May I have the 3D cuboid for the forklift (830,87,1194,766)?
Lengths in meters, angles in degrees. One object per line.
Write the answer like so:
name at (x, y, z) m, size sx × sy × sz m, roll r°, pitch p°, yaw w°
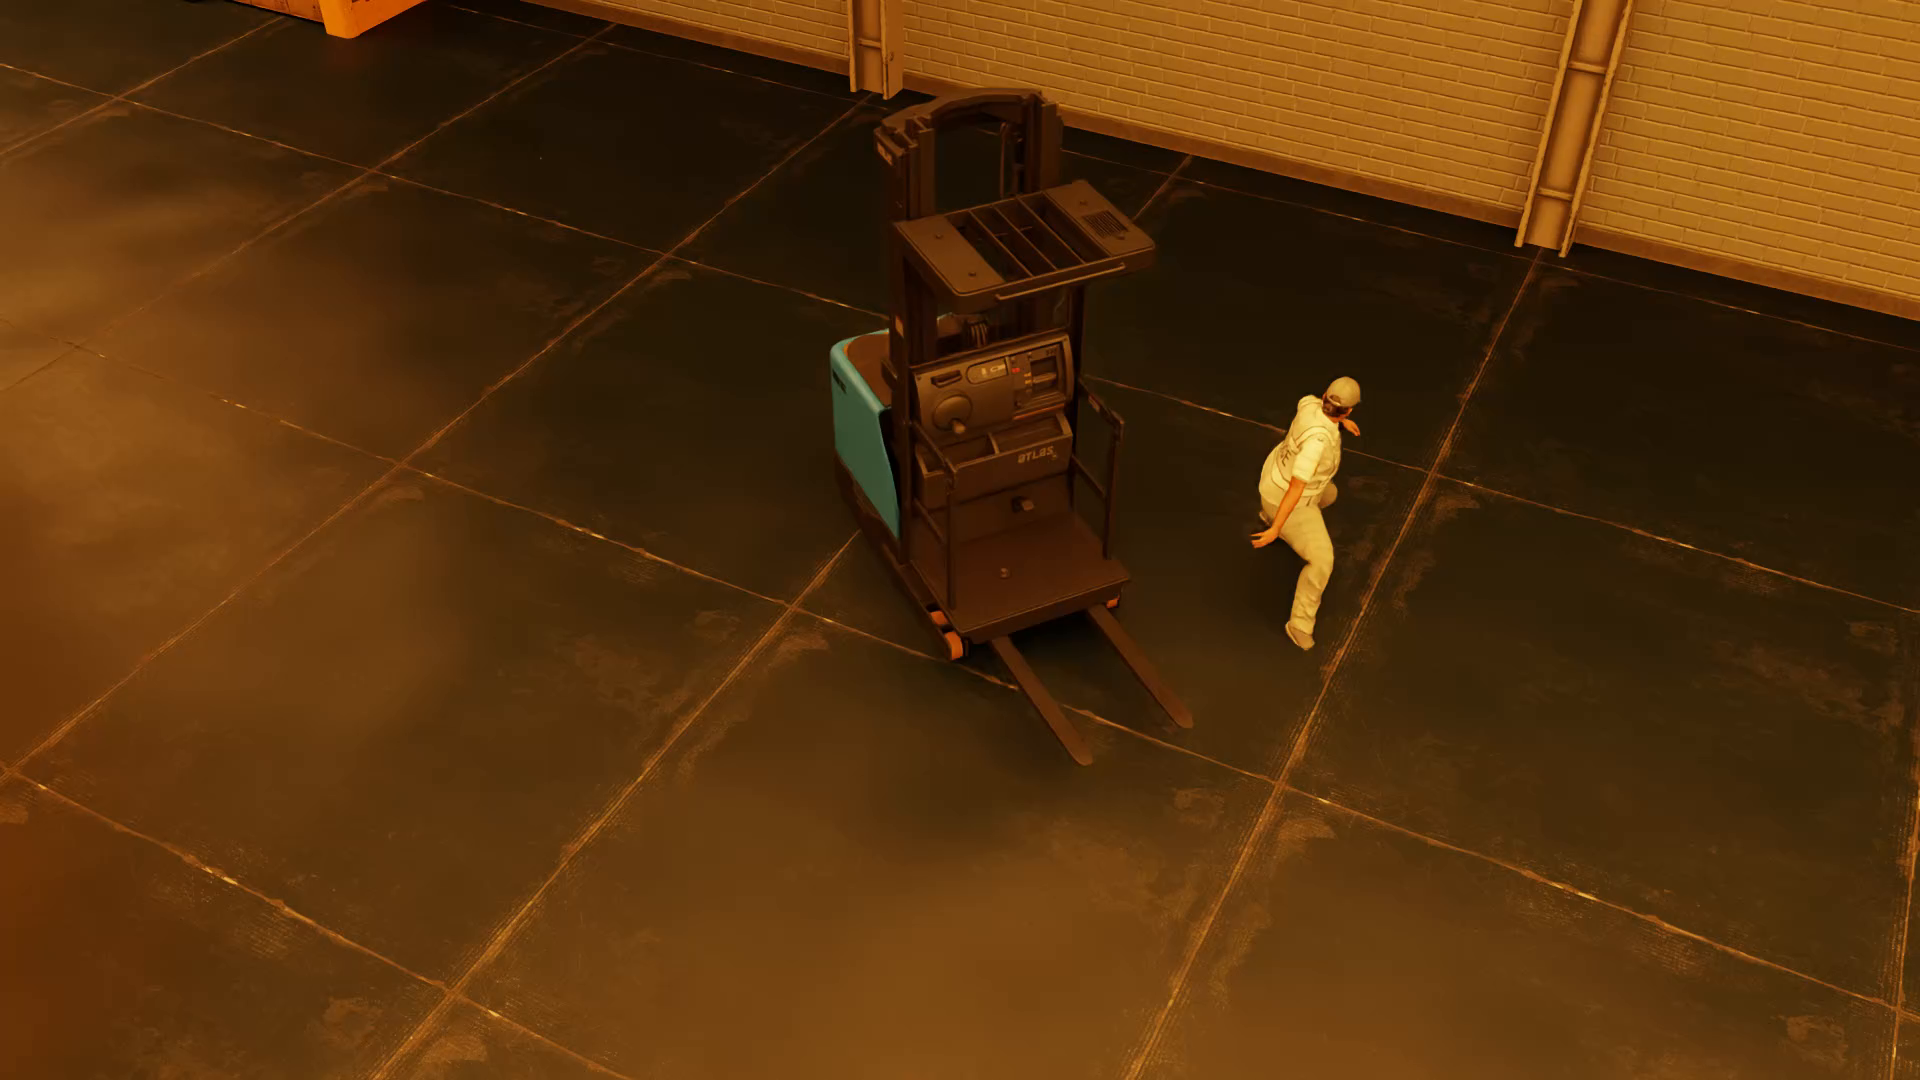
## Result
forklift at (0.285, -0.762, 8.892) m, size 1.130 × 2.935 × 3.031 m, roll -17°, pitch 43°, yaw -19°

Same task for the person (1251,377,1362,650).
person at (1.958, -0.234, 9.446) m, size 0.539 × 1.602 × 1.091 m, roll 11°, pitch 41°, yaw 13°
